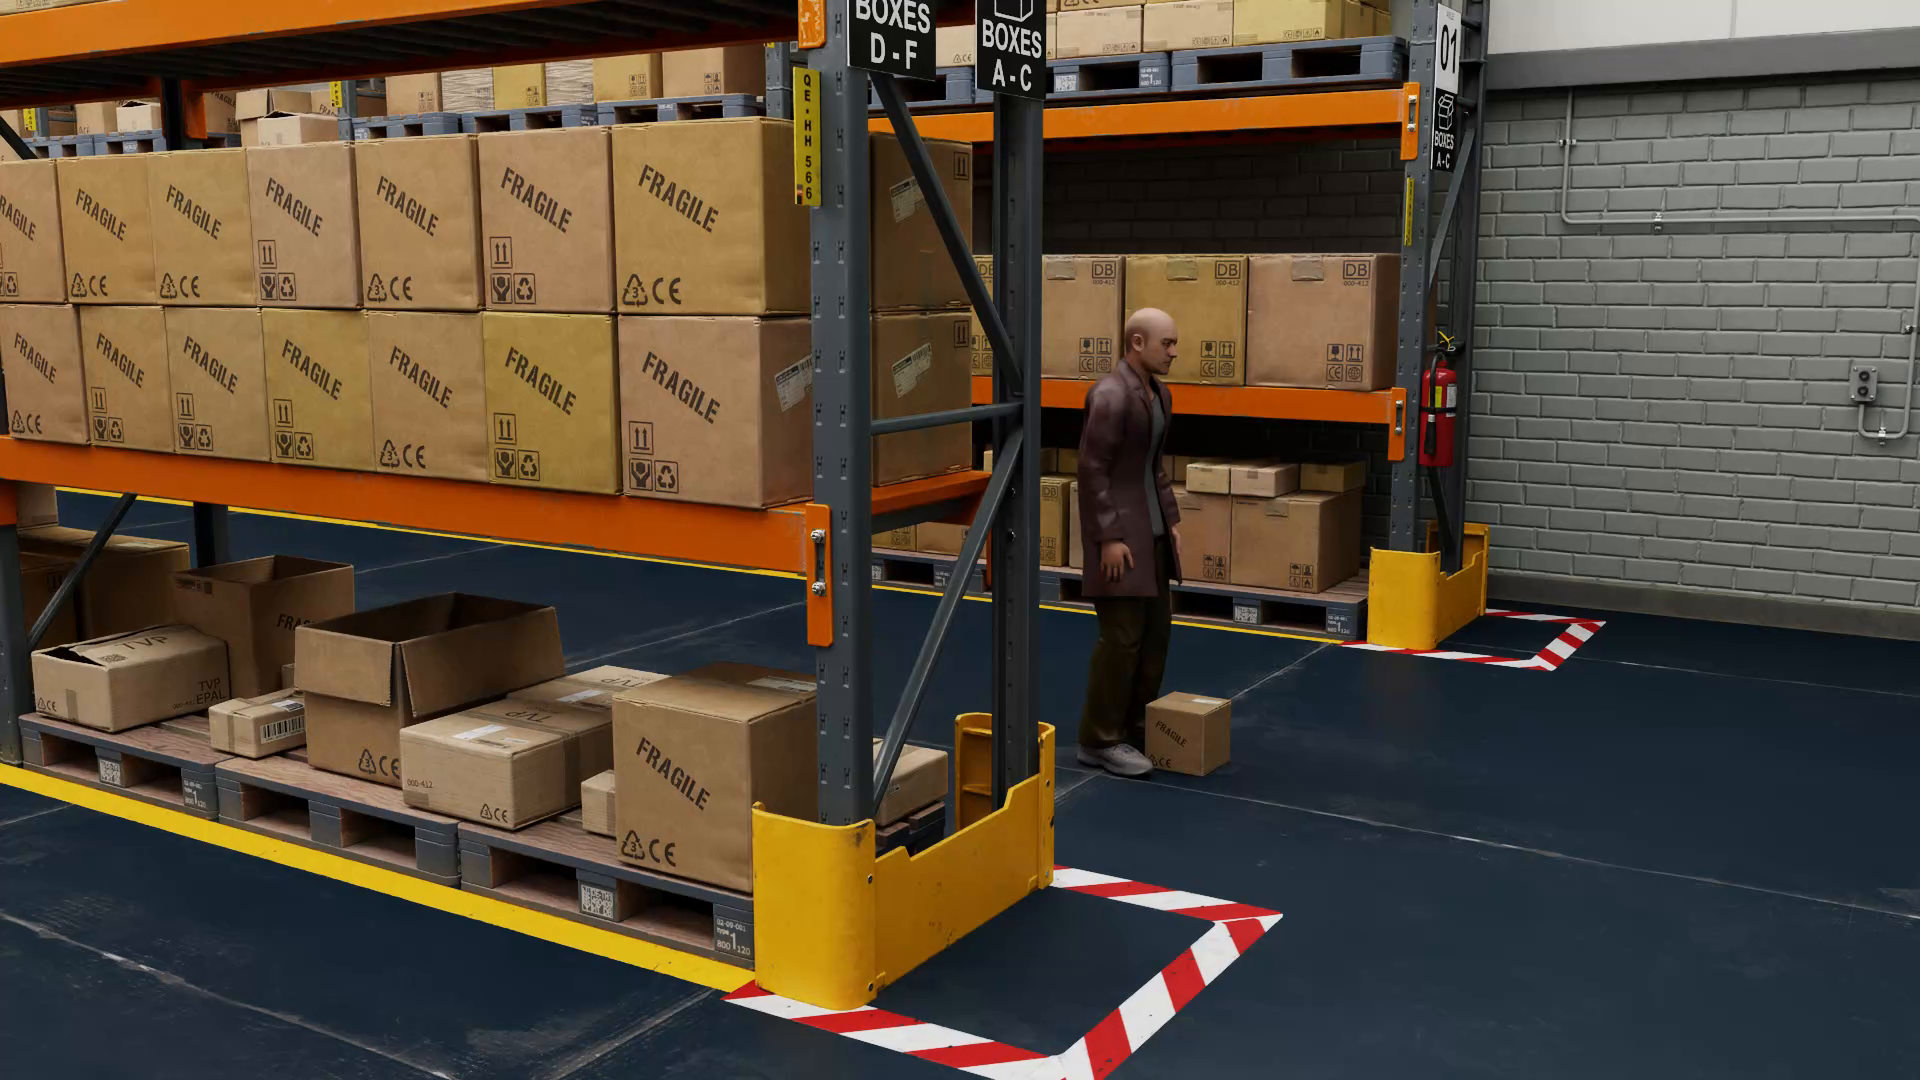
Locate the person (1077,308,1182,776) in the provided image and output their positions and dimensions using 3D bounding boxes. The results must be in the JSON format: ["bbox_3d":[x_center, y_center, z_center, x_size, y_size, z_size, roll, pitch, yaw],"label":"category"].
[{"bbox_3d":[0.680,0.051,6.516,0.425,1.644,0.644,6,11,31],"label":"person"}]
